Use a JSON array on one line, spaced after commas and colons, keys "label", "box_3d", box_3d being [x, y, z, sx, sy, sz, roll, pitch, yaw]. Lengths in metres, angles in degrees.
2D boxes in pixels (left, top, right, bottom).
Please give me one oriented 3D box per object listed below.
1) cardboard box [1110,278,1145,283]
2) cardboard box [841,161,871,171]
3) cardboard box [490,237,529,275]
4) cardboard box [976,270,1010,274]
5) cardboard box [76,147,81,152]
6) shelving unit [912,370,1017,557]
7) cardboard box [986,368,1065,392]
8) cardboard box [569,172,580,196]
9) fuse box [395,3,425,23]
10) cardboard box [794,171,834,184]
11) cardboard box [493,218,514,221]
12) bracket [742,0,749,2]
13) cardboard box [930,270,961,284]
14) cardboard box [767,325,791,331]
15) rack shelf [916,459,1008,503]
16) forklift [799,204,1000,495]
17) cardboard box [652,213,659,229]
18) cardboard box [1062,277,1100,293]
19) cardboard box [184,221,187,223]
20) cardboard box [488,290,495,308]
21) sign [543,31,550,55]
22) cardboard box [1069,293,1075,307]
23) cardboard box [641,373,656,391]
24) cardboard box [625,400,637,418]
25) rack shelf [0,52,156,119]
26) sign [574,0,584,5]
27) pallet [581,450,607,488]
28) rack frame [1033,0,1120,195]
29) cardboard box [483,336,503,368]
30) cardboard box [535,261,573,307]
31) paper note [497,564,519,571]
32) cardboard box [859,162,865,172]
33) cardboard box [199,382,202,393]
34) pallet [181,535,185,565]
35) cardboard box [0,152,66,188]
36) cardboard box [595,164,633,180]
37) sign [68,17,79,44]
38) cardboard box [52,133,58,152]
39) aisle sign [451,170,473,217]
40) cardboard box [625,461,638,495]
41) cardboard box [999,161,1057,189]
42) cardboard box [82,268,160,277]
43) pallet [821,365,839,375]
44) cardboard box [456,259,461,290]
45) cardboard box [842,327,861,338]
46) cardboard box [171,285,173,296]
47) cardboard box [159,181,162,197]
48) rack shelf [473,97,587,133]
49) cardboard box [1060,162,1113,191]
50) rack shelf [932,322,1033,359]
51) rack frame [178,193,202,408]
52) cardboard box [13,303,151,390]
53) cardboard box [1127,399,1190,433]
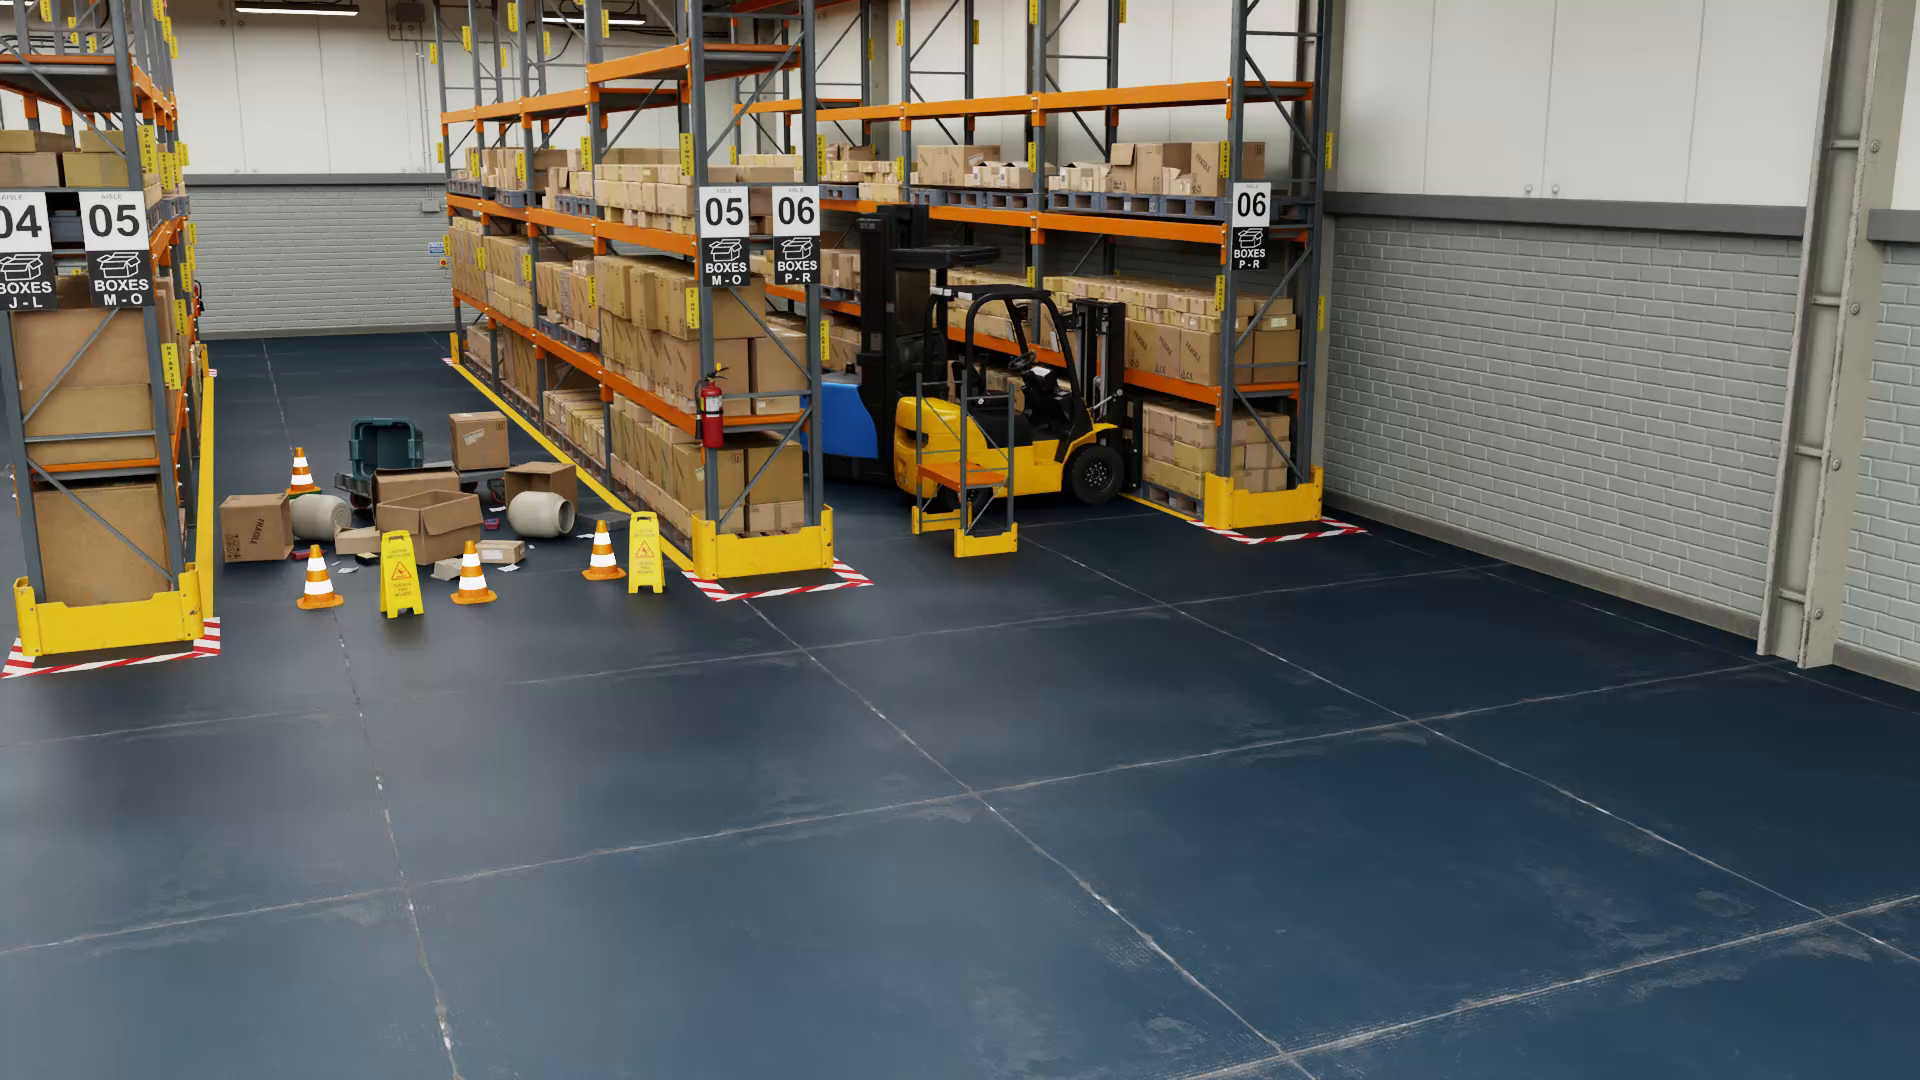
[{"label": "cardboard box", "box_3d": [1.891, -2.834, 18.524, 0.380, 0.149, 0.250, -6, 14, -23]}, {"label": "cardboard box", "box_3d": [-1.510, -5.448, 24.230, 0.380, 0.149, 0.250, -6, 14, -23]}, {"label": "cardboard box", "box_3d": [-6.303, -3.993, 23.409, 0.500, 0.500, 0.500, -6, 14, -23]}, {"label": "cardboard box", "box_3d": [0.436, -3.467, 21.919, 0.380, 0.149, 0.250, -6, 14, -24]}, {"label": "cardboard box", "box_3d": [-9.738, -4.325, 18.713, 0.396, 0.266, 0.258, -6, 14, -23]}, {"label": "shelving unit", "box_3d": [0.031, -0.715, 15.013, 0.587, 1.500, 1.083, -6, 14, -23]}, {"label": "cardboard box", "box_3d": [0.783, -1.788, 20.658, 0.875, 0.625, 0.625, -6, 14, -24]}, {"label": "cardboard box", "box_3d": [-4.009, -3.934, 18.346, 0.500, 0.250, 0.500, -5, 14, -22]}, {"label": "fuse box", "box_3d": [-10.549, -10.119, 31.917, 0.513, 0.334, 0.176, -6, 14, -23]}, {"label": "cardboard box", "box_3d": [-2.322, -5.736, 26.400, 0.500, 0.250, 0.500, -6, 14, -23]}, {"label": "cardboard box", "box_3d": [-7.313, -5.086, 26.696, 0.380, 0.149, 0.250, -6, 14, -23]}, {"label": "bracket", "box_3d": [-3.914, -10.149, 31.160, 0.235, 0.232, 0.430, -6, 14, -23]}, {"label": "cardboard box", "box_3d": [-0.204, -3.465, 21.910, 0.380, 0.149, 0.250, -5, 14, -21]}, {"label": "cardboard box", "box_3d": [-1.785, -1.620, 14.717, 0.500, 0.500, 0.500, -5, 14, -21]}, {"label": "rack shelf", "box_3d": [0.034, -0.538, 15.045, 0.538, 0.185, 1.000, -6, 14, -23]}, {"label": "forklift", "box_3d": [-0.228, -2.033, 17.533, 3.031, 2.935, 1.130, 7, 15, 29]}, {"label": "cardboard box", "box_3d": [-2.525, -2.852, 14.823, 0.380, 0.149, 0.250, -6, 14, -25]}, {"label": "cardboard box", "box_3d": [1.365, -2.845, 18.571, 0.380, 0.149, 0.250, -5, 14, -22]}, {"label": "cardboard box", "box_3d": [-12.132, -4.643, 25.561, 0.500, 0.500, 0.500, -6, 14, -24]}, {"label": "cardboard box", "box_3d": [-6.511, -3.488, 24.003, 0.500, 0.250, 0.500, -6, 14, -24]}, {"label": "sign", "box_3d": [-5.953, -7.144, 23.913, 0.100, 0.325, 0.005, -6, 14, -23]}, {"label": "cardboard box", "box_3d": [1.427, -2.643, 18.357, 0.380, 0.149, 0.250, -6, 14, -23]}, {"label": "cardboard box", "box_3d": [-2.778, -1.492, 15.603, 0.380, 0.149, 0.250, -6, 14, -23]}, {"label": "cardboard box", "box_3d": [-3.049, -1.286, 16.220, 0.380, 0.149, 0.250, -5, 14, -21]}, {"label": "rack shelf", "box_3d": [-6.935, -3.520, 12.983, 1.077, 0.370, 4.000, -6, 14, -23]}, {"label": "sign", "box_3d": [-3.747, -5.427, 16.319, 0.100, 0.325, 0.005, -6, 14, -23]}, {"label": "pallet", "box_3d": [-3.554, -0.826, 18.349, 1.003, 0.211, 1.213, -6, 14, -23]}, {"label": "rack frame", "box_3d": [1.306, -5.395, 18.604, 1.000, 3.000, 0.127, -6, 14, -23]}, {"label": "cardboard box", "box_3d": [-6.958, -2.957, 26.124, 0.875, 0.438, 0.875, -6, 14, -25]}, {"label": "cardboard box", "box_3d": [-4.875, -3.134, 20.327, 0.500, 0.500, 0.500, -6, 14, -25]}, {"label": "paper note", "box_3d": [-3.841, 0.234, 14.171, 0.148, 0.019, 0.142, -12, 18, -42]}, {"label": "cardboard box", "box_3d": [-1.225, -5.339, 23.801, 0.380, 0.149, 0.250, -6, 14, -23]}, {"label": "cardboard box", "box_3d": [-10.792, -2.128, 23.184, 0.380, 0.149, 0.250, -6, 14, -25]}, {"label": "pallet", "box_3d": [-7.010, 0.220, 13.833, 1.003, 0.211, 1.213, -6, 14, -23]}, {"label": "cardboard box", "box_3d": [-6.586, -2.591, 11.662, 0.500, 0.250, 0.500, -5, 14, -22]}, {"label": "cardboard box", "box_3d": [-3.414, -3.656, 16.532, 0.380, 0.149, 0.250, -6, 14, -24]}, {"label": "sign", "box_3d": [-11.445, -6.579, 21.474, 0.100, 0.325, 0.005, -6, 14, -23]}, {"label": "cardboard box", "box_3d": [-7.190, -3.064, 12.819, 0.380, 0.149, 0.250, -6, 14, -23]}, {"label": "aisle sign", "box_3d": [-8.342, -5.758, 27.710, 0.394, 0.787, 0.004, -6, 14, -23]}, {"label": "cardboard box", "box_3d": [-3.028, -0.633, 16.499, 0.500, 0.250, 0.500, -5, 14, -20]}, {"label": "cardboard box", "box_3d": [0.792, -4.271, 19.445, 0.500, 0.311, 0.500, -6, 14, -25]}, {"label": "cardboard box", "box_3d": [-8.551, -2.508, 16.996, 0.700, 0.500, 0.500, -6, 14, -24]}, {"label": "pallet", "box_3d": [-1.538, -2.602, 26.025, 1.003, 0.211, 1.213, -6, 14, -23]}, {"label": "cardboard box", "box_3d": [-7.890, -4.324, 27.060, 0.500, 0.500, 0.500, -6, 14, -24]}, {"label": "cardboard box", "box_3d": [-1.582, -3.172, 25.478, 0.380, 0.149, 0.250, -6, 14, -24]}, {"label": "cardboard box", "box_3d": [-9.348, -2.868, 19.295, 0.380, 0.149, 0.250, -6, 14, -23]}, {"label": "cardboard box", "box_3d": [-7.297, -3.101, 14.749, 0.380, 0.149, 0.250, -6, 14, -23]}, {"label": "rack shelf", "box_3d": [-5.644, -5.640, 22.146, 1.077, 0.370, 4.000, -6, 14, -23]}, {"label": "cardboard box", "box_3d": [1.416, -3.950, 18.056, 0.500, 0.311, 0.500, -5, 14, -22]}, {"label": "rack shelf", "box_3d": [0.505, -2.535, 21.147, 1.077, 0.370, 4.000, -6, 14, -23]}, {"label": "rack frame", "box_3d": [-10.941, -3.208, 22.460, 1.000, 3.000, 0.127, -6, 14, -23]}, {"label": "cardboard box", "box_3d": [-6.247, -1.408, 11.955, 0.875, 0.550, 0.550, -6, 14, -23]}, {"label": "cardboard box", "box_3d": [2.017, -1.274, 17.049, 0.500, 0.250, 0.500, -5, 14, -22]}]
